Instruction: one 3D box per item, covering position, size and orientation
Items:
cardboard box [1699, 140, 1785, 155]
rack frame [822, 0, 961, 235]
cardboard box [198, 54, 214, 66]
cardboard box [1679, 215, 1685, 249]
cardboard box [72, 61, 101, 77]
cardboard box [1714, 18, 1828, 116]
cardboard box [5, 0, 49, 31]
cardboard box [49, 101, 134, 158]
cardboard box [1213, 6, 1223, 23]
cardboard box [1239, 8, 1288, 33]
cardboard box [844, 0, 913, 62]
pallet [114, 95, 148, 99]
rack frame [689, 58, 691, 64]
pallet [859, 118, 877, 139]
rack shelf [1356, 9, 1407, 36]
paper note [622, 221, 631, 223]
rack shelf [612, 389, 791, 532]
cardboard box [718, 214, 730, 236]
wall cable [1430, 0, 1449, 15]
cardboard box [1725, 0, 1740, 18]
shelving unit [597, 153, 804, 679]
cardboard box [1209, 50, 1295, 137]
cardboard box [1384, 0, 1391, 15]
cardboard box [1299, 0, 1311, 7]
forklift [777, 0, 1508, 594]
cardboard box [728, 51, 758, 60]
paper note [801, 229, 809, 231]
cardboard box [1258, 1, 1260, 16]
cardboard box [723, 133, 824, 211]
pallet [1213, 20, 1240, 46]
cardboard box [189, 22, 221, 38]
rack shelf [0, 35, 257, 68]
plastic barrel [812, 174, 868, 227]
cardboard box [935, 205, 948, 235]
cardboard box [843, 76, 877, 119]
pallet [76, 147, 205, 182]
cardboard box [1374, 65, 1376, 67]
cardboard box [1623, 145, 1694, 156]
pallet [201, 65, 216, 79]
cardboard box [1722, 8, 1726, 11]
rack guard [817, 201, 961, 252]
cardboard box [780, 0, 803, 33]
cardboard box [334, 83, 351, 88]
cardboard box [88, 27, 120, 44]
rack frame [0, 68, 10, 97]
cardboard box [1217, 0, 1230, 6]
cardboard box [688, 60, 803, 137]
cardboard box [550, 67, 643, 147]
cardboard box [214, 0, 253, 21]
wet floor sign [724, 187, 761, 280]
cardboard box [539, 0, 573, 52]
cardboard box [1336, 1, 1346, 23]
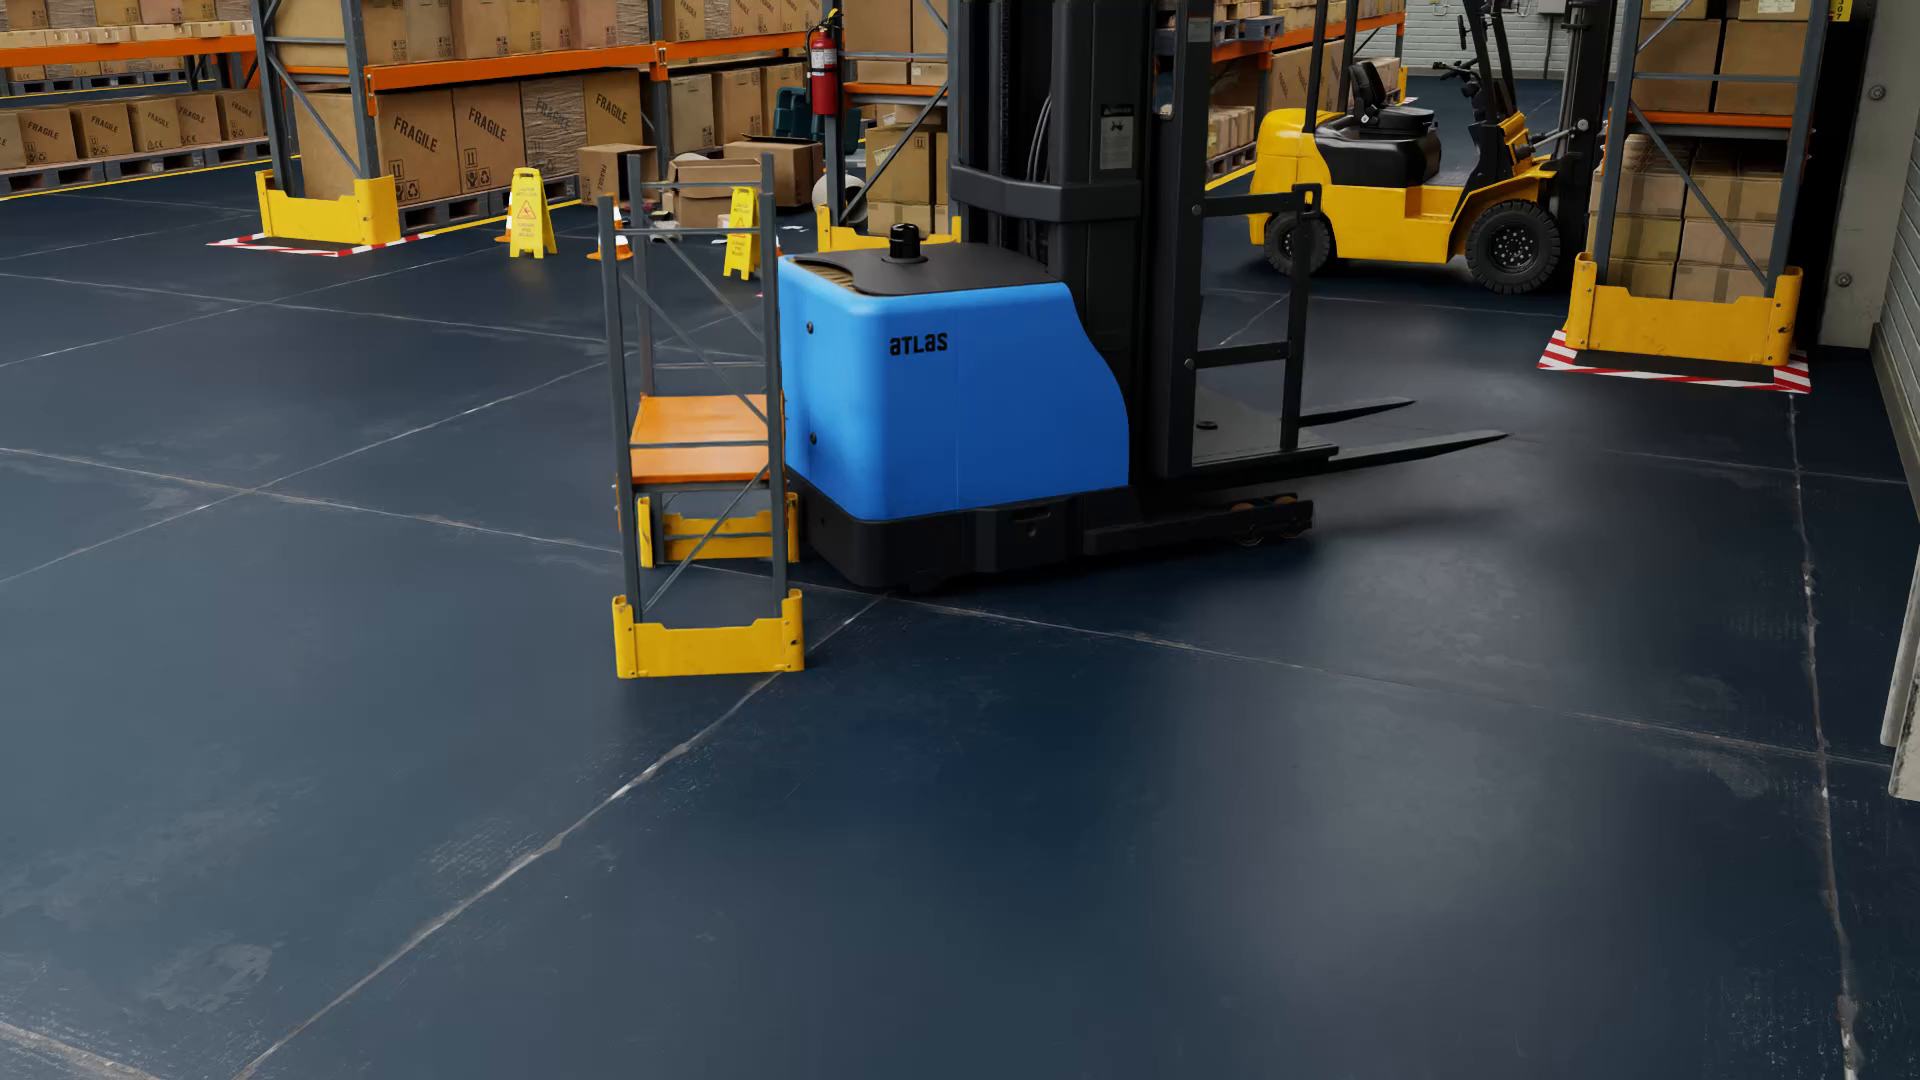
[{"bbox_3d":[5.097,-2.457,10.887,0.500,0.250,0.500,8,21,22],"label":"cardboard box"},{"bbox_3d":[-0.434,-3.183,10.942,1.000,3.000,0.127,9,21,23],"label":"rack frame"},{"bbox_3d":[-13.228,-8.610,29.559,0.500,0.311,0.500,9,21,23],"label":"cardboard box"},{"bbox_3d":[4.225,-1.984,10.302,0.500,0.250,0.500,8,21,22],"label":"cardboard box"},{"bbox_3d":[-14.369,-7.791,26.974,0.500,0.500,0.500,8,21,22],"label":"cardboard box"},{"bbox_3d":[4.552,-2.663,9.332,0.500,0.500,0.500,9,22,24],"label":"cardboard box"},{"bbox_3d":[-9.130,-5.063,15.637,0.875,0.500,0.500,9,21,23],"label":"cardboard box"},{"bbox_3d":[-8.717,-4.127,16.702,0.500,0.500,0.500,11,22,28],"label":"cardboard box"},{"bbox_3d":[2.277,-5.005,15.814,0.380,0.149,0.250,9,22,25],"label":"cardboard box"},{"bbox_3d":[3.272,-5.673,18.167,0.500,0.250,0.500,8,21,22],"label":"cardboard box"},{"bbox_3d":[-0.463,-3.574,11.448,0.500,0.500,0.500,8,21,22],"label":"cardboard box"},{"bbox_3d":[-11.071,-6.122,23.369,1.003,0.211,1.213,9,21,23],"label":"pallet"},{"bbox_3d":[-4.561,-8.211,25.080,1.000,3.000,0.127,9,21,23],"label":"rack frame"},{"bbox_3d":[-1.394,-5.201,20.779,1.003,0.211,1.213,9,21,23],"label":"pallet"},{"bbox_3d":[5.299,-7.123,23.096,1.077,0.370,4.000,9,21,23],"label":"rack shelf"},{"bbox_3d":[-2.818,-2.665,13.919,0.144,0.017,0.142,18,26,41],"label":"paper note"},{"bbox_3d":[-0.842,-0.285,5.570,0.538,0.185,1.000,-2,20,-6],"label":"rack shelf"},{"bbox_3d":[-1.741,-2.517,13.325,0.250,0.149,0.380,-14,24,-33],"label":"cardboard box"},{"bbox_3d":[8.405,-10.294,29.375,0.585,1.953,0.123,9,21,23],"label":"wall cable"},{"bbox_3d":[4.514,-3.008,9.332,0.380,0.149,0.250,9,21,23],"label":"cardboard box"},{"bbox_3d":[-0.843,-0.458,5.518,0.587,1.500,1.083,-2,20,-6],"label":"shelving unit"},{"bbox_3d":[3.200,-5.025,18.665,0.875,0.875,0.875,8,21,22],"label":"cardboard box"},{"bbox_3d":[5.741,-7.627,23.290,0.500,0.500,0.500,9,22,24],"label":"cardboard box"},{"bbox_3d":[3.703,-6.223,18.967,0.500,0.250,0.500,8,21,22],"label":"cardboard box"},{"bbox_3d":[0.815,-1.507,6.332,3.031,2.935,1.130,-9,21,-23],"label":"forklift"},{"bbox_3d":[-3.849,-7.873,26.676,0.875,0.875,0.875,9,21,23],"label":"cardboard box"},{"bbox_3d":[-1.271,-2.524,13.552,0.032,0.001,0.123,9,21,23],"label":"paper note"},{"bbox_3d":[2.878,-5.483,17.159,0.380,0.149,0.250,9,21,24],"label":"cardboard box"},{"bbox_3d":[-1.649,-3.242,14.631,0.797,0.637,0.503,9,21,23],"label":"cardboard box"},{"bbox_3d":[2.069,-4.927,16.133,1.003,0.211,1.213,9,21,23],"label":"pallet"},{"bbox_3d":[-7.926,-5.306,17.286,0.380,0.149,0.250,9,21,23],"label":"cardboard box"},{"bbox_3d":[-8.656,-4.815,16.605,1.077,0.370,4.000,9,21,23],"label":"rack shelf"},{"bbox_3d":[-0.970,-2.808,13.733,0.421,0.421,0.512,-9,22,-24],"label":"plastic barrel"},{"bbox_3d":[0.148,-2.294,11.919,0.500,0.250,0.500,8,21,22],"label":"cardboard box"},{"bbox_3d":[-1.193,-5.478,20.499,0.500,0.500,0.500,8,21,20],"label":"cardboard box"},{"bbox_3d":[-8.578,-3.867,17.027,1.003,0.211,1.213,9,21,23],"label":"pallet"},{"bbox_3d":[5.201,-6.293,22.883,0.875,0.438,0.875,8,21,21],"label":"cardboard box"},{"bbox_3d":[4.401,-2.372,10.647,0.500,0.250,0.500,9,21,23],"label":"cardboard box"},{"bbox_3d":[-13.315,-8.467,29.962,1.003,0.211,1.213,9,21,23],"label":"pallet"},{"bbox_3d":[4.684,-3.206,10.857,0.500,0.500,0.500,9,21,23],"label":"cardboard box"},{"bbox_3d":[-0.403,-2.028,11.426,1.175,0.500,0.348,9,21,23],"label":"rack guard"},{"bbox_3d":[-2.065,-5.844,18.276,0.500,0.500,0.500,8,21,22],"label":"cardboard box"},{"bbox_3d":[-7.354,-5.123,19.471,0.700,0.500,0.500,8,21,22],"label":"cardboard box"},{"bbox_3d":[-8.438,-4.924,16.212,0.380,0.149,0.250,9,21,23],"label":"cardboard box"},{"bbox_3d":[-15.235,-8.348,25.467,1.000,3.000,0.127,9,21,23],"label":"rack frame"},{"bbox_3d":[2.277,-5.356,15.831,0.500,0.500,0.500,8,21,20],"label":"cardboard box"},{"bbox_3d":[-2.402,-4.973,18.706,1.050,0.750,0.750,9,21,24],"label":"cardboard box"},{"bbox_3d":[-3.675,-4.068,15.975,0.875,0.875,0.875,9,21,24],"label":"cardboard box"},{"bbox_3d":[-8.078,-5.823,17.774,0.875,0.500,0.500,9,21,23],"label":"cardboard box"},{"bbox_3d":[-1.488,-2.162,11.586,0.267,0.644,0.232,18,26,41],"label":"wet floor sign"},{"bbox_3d":[-4.027,-4.690,14.956,0.875,0.550,0.550,9,21,23],"label":"cardboard box"},{"bbox_3d":[4.526,-6.609,20.799,0.500,0.250,0.500,8,21,21],"label":"cardboard box"}]
